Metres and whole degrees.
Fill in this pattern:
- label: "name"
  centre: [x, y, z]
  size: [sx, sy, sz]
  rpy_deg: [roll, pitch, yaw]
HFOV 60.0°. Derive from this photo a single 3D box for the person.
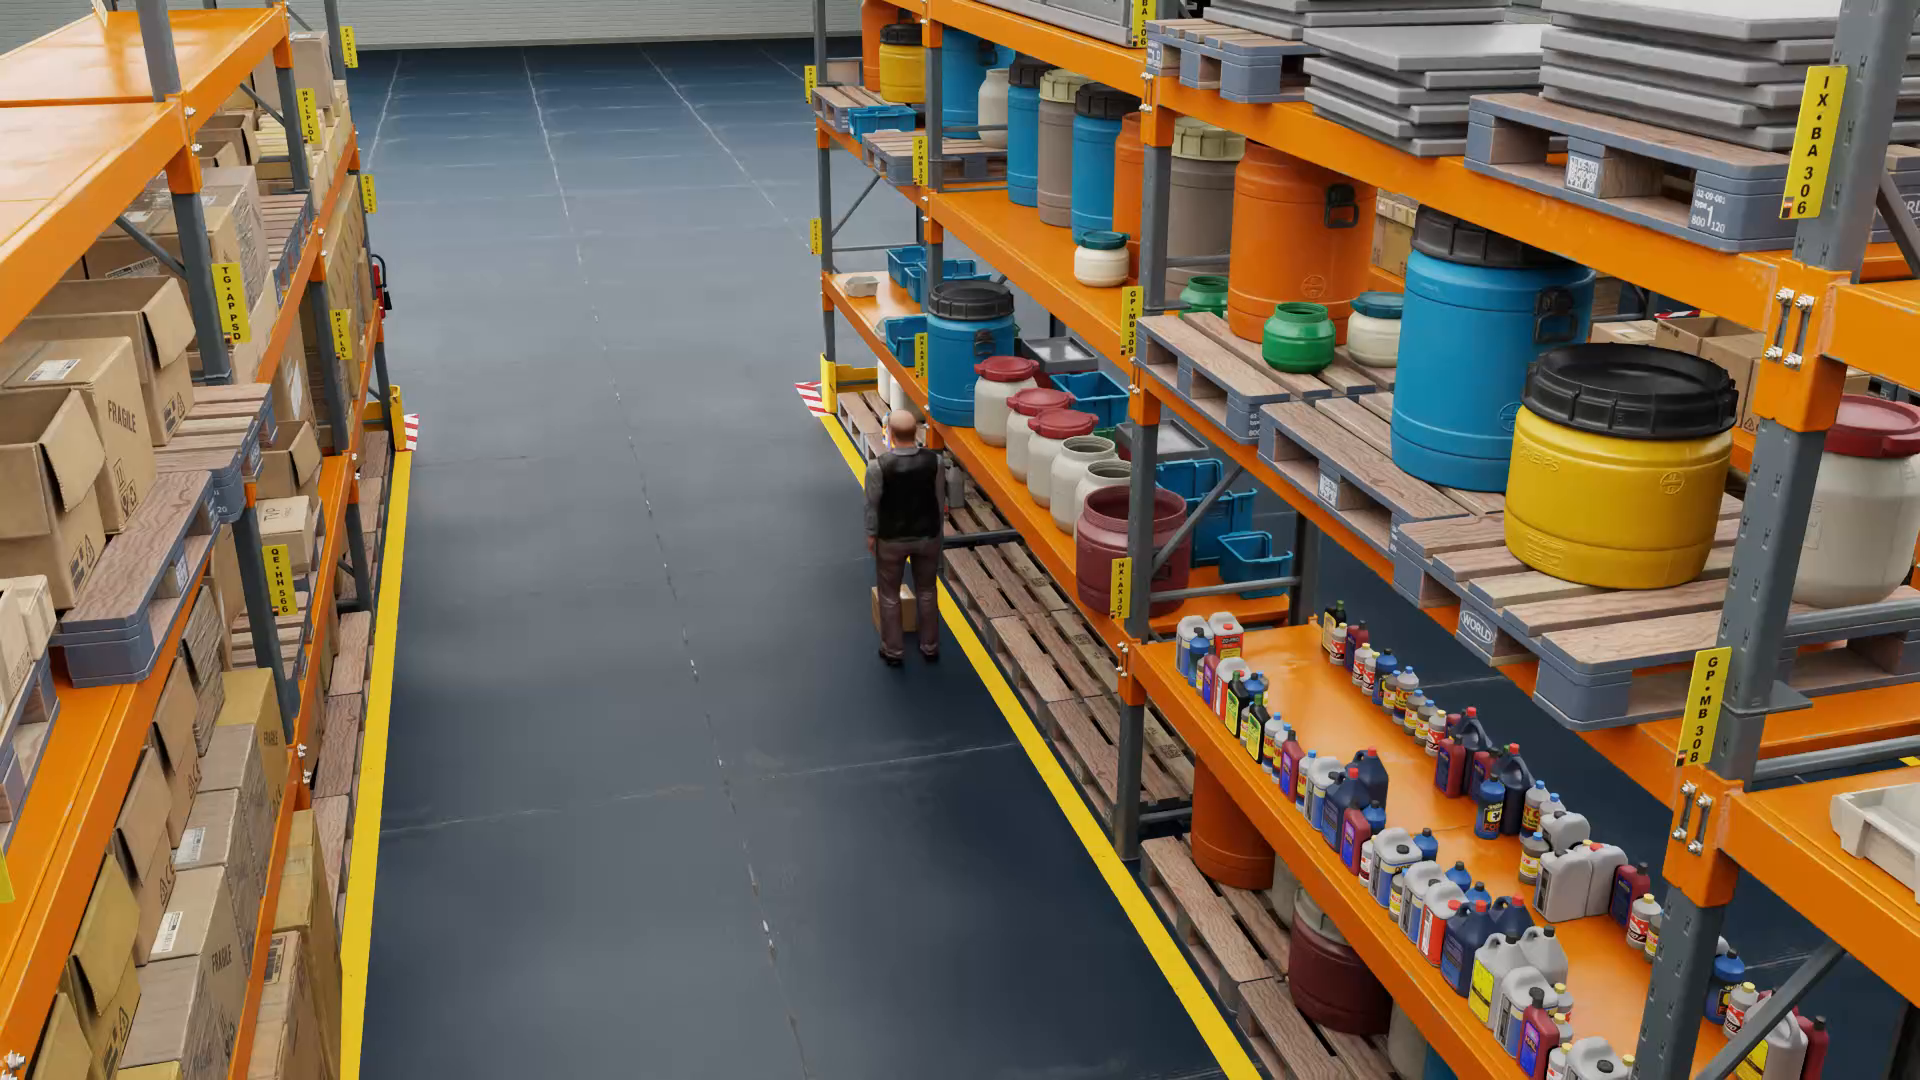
- label: "person"
  centre: [-0.358, -0.007, 10.736]
  size: [0.535, 1.714, 0.354]
  rpy_deg: [-6, 23, -13]
